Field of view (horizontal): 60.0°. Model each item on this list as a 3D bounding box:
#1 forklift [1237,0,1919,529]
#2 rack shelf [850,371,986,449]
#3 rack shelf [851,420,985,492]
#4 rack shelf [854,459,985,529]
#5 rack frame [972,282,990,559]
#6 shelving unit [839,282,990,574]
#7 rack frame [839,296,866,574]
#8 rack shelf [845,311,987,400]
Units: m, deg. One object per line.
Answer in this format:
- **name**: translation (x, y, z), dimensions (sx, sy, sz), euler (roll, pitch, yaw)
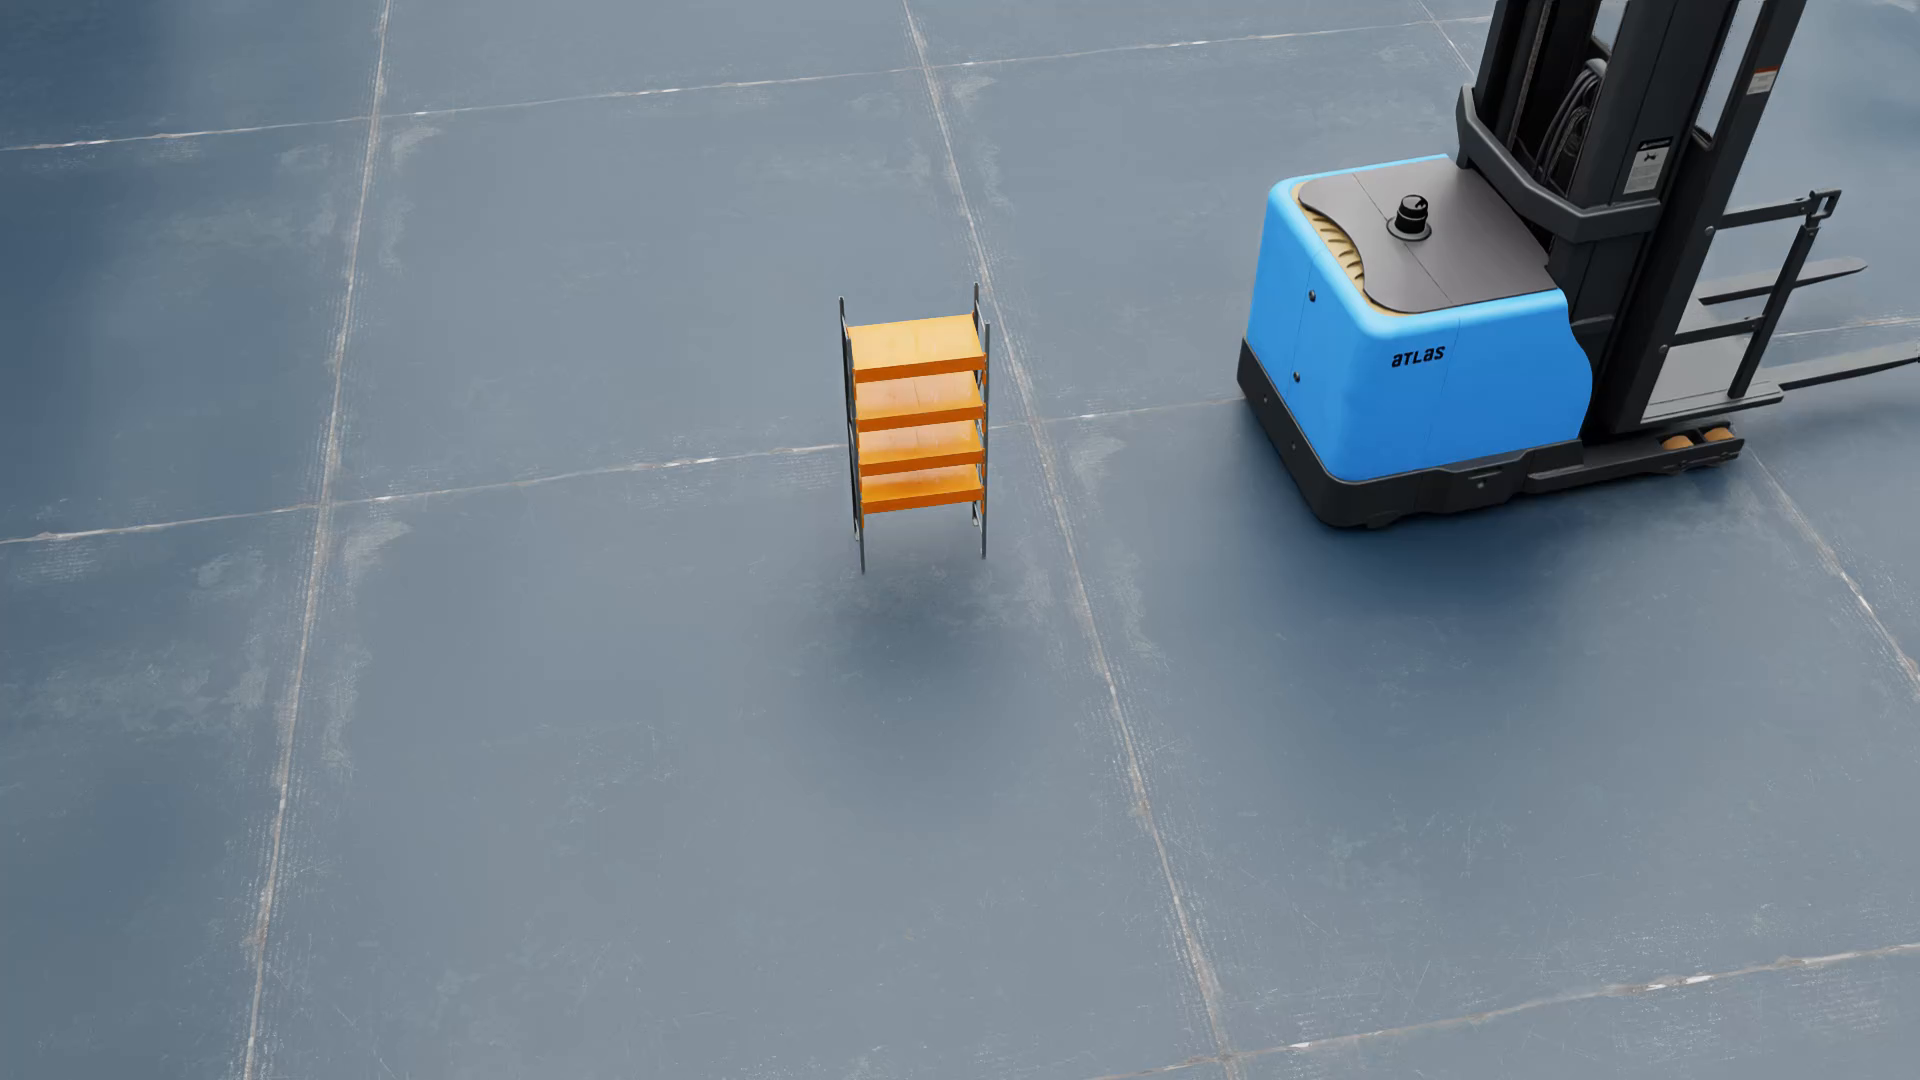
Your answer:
- **forklift**: translation (2.795, -1.651, 6.306), dimensions (3.031, 2.935, 1.130), euler (-11, 47, -10)
- **rack shelf**: translation (-0.163, -0.504, 6.186), dimensions (0.480, 0.148, 0.258), euler (-7, 46, -7)
- **rack shelf**: translation (-0.163, -0.349, 6.347), dimensions (0.480, 0.148, 0.258), euler (-7, 46, -7)
- **rack shelf**: translation (-0.163, -0.212, 6.490), dimensions (0.480, 0.148, 0.258), euler (-7, 46, -7)
- **rack frame**: translation (0.077, -0.426, 6.327), dimensions (0.015, 1.200, 0.240), euler (-7, 46, -7)
- **shelving unit**: translation (-0.163, -0.396, 6.298), dimensions (0.503, 1.200, 0.258), euler (-7, 46, -7)
- **rack frame**: translation (-0.404, -0.366, 6.269), dimensions (0.015, 1.200, 0.240), euler (-7, 46, -7)
- **rack shelf**: translation (-0.163, -0.669, 6.015), dimensions (0.480, 0.148, 0.258), euler (-7, 46, -7)
